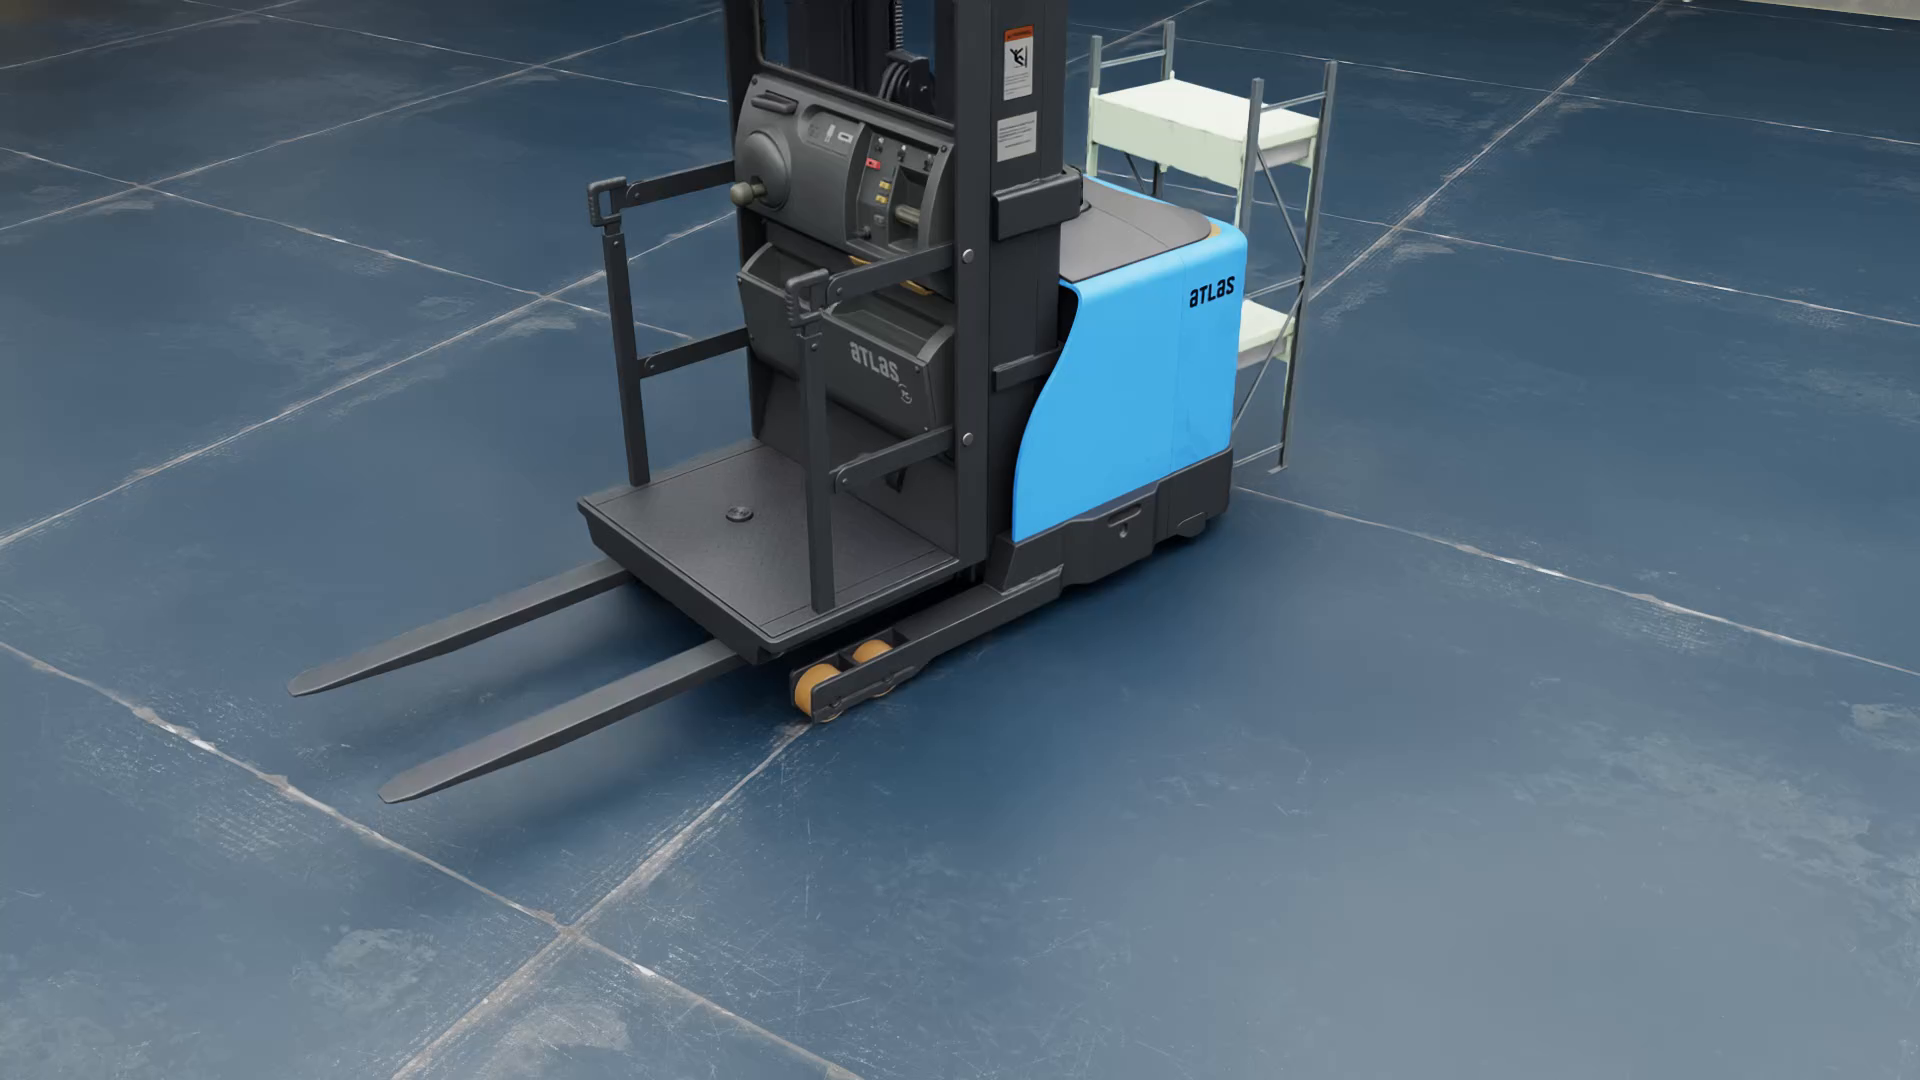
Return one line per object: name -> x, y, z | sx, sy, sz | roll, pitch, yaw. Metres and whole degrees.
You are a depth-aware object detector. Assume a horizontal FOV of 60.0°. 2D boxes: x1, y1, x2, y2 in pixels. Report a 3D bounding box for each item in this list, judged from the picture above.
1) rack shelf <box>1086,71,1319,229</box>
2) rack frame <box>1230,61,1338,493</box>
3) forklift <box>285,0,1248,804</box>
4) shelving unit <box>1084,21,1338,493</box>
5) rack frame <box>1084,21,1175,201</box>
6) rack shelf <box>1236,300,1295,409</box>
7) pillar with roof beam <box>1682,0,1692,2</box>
rack shelf -> 0.842, -1.342, 5.780 | 0.431, 0.370, 0.720 | -22, 37, -34
rack frame -> 1.073, -0.862, 5.732 | 0.400, 1.500, 0.023 | -22, 37, -34
forklift -> -0.507, -1.036, 4.616 | 3.031, 2.935, 1.130 | -23, 38, -34
shelving unit -> 0.837, -1.003, 5.973 | 0.431, 1.500, 0.755 | -22, 37, -34
rack frame -> 0.601, -1.144, 6.215 | 0.400, 1.500, 0.023 | -22, 37, -34
rack shelf -> 0.833, -0.720, 6.135 | 0.431, 0.370, 0.720 | -22, 37, -34
pillar with roof beam -> 3.291, -6.341, 7.690 | 0.400, 9.000, 9.100 | 18, 35, 27
